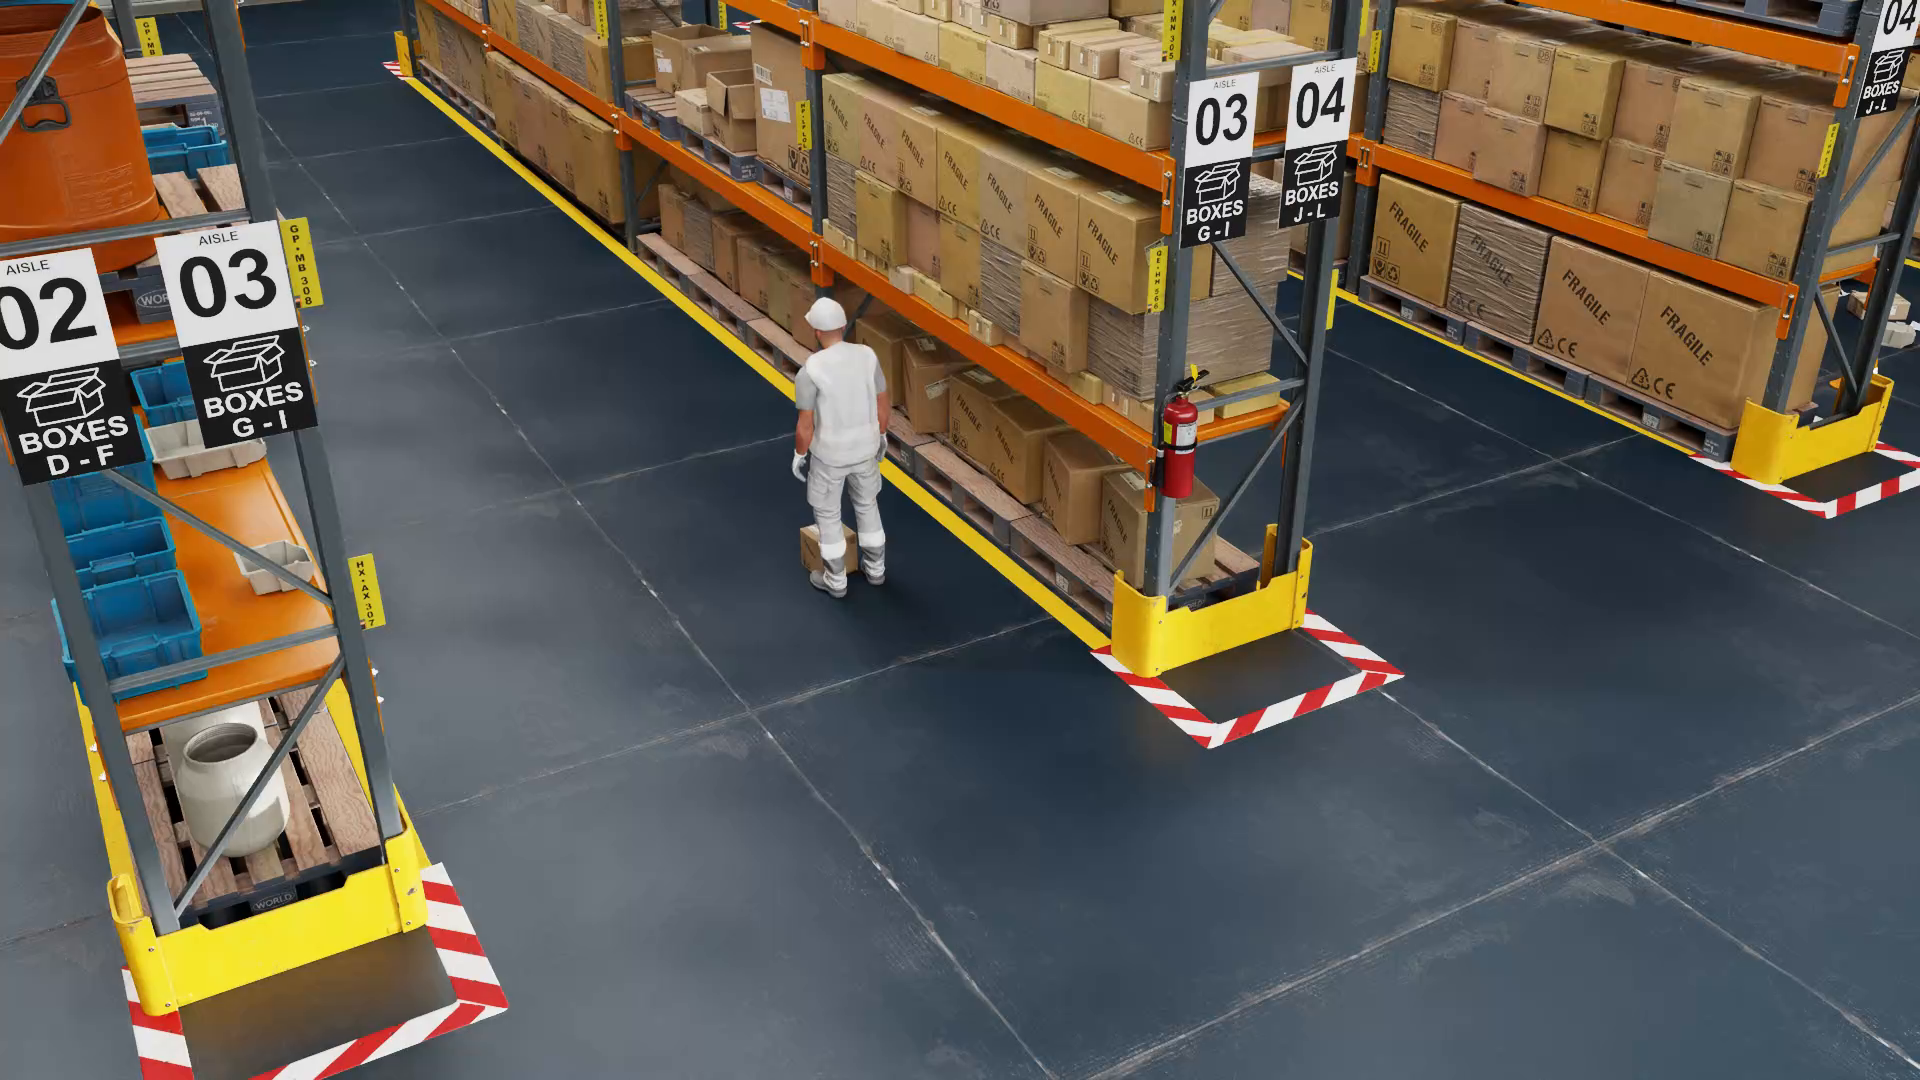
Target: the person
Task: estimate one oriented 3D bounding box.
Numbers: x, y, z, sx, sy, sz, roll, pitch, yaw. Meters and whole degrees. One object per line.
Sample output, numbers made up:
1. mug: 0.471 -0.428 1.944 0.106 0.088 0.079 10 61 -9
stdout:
1. person: -0.679 -0.520 9.499 0.609 1.779 0.454 -16 33 -27
